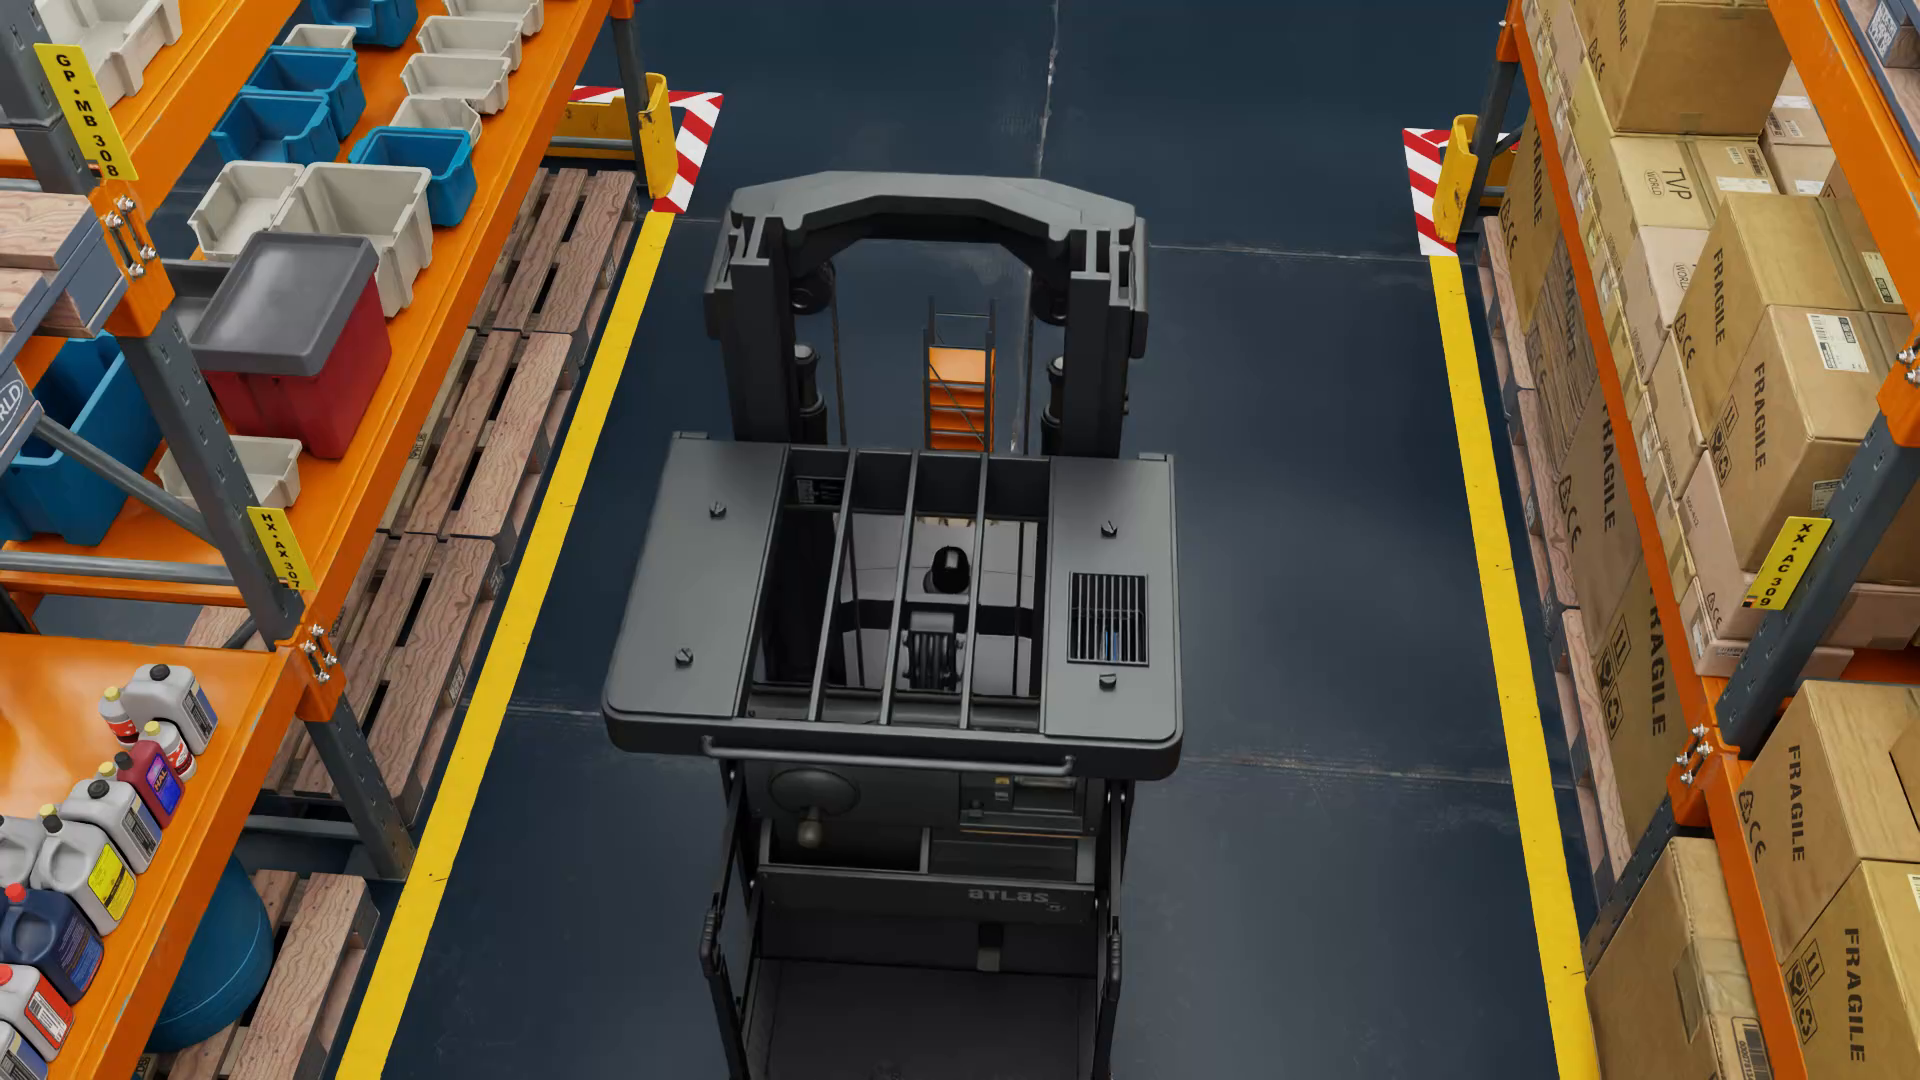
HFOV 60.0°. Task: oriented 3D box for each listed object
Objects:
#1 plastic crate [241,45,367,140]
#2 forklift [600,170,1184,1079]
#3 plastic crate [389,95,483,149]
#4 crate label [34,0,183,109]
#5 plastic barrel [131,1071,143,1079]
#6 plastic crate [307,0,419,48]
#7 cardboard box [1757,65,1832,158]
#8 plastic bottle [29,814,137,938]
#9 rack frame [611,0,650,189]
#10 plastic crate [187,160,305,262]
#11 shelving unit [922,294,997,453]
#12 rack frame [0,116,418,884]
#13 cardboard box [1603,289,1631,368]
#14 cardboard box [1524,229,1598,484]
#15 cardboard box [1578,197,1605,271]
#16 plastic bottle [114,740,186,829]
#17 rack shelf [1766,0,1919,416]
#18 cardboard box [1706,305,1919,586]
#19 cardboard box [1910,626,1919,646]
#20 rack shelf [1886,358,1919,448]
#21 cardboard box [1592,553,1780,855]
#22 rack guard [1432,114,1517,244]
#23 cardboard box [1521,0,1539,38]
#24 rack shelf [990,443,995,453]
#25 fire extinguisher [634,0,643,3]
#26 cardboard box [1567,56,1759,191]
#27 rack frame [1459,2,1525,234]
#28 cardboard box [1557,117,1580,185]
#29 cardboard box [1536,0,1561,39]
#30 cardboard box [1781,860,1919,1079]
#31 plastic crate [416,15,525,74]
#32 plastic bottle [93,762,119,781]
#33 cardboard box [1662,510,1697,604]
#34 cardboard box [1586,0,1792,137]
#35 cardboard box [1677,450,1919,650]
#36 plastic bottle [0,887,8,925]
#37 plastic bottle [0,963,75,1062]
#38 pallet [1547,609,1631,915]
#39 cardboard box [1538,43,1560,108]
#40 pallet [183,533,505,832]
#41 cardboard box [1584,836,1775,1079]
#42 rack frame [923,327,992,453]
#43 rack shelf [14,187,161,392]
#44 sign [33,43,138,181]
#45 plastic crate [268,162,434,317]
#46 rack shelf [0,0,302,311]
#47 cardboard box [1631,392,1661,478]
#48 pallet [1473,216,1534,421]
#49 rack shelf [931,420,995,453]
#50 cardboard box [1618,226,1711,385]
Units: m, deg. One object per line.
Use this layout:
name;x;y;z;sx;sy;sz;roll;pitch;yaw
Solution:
plastic crate;-2.489;-1.695;6.340;0.416;0.233;0.300;4;48;4
forklift;-0.102;0.708;4.116;1.130;2.935;3.031;3;48;3
plastic crate;-1.963;-1.541;6.265;0.298;0.136;0.250;4;48;4
crate label;-2.050;-1.182;3.944;0.293;0.136;0.466;4;48;4
plastic barrel;-2.514;1.567;4.422;0.600;0.901;0.708;4;48;4
plastic crate;-2.429;-2.179;6.783;0.416;0.233;0.300;4;48;4
cardboard box;3.041;-1.454;5.947;0.500;0.250;0.500;2;48;2
plastic bottle;-2.141;0.795;4.023;0.144;0.351;0.185;4;48;4
rack frame;-2.018;-2.858;7.331;1.000;3.000;0.127;4;48;4
plastic crate;-2.523;-1.150;5.907;0.293;0.136;0.466;4;48;4
shelving unit;-0.001;-0.394;6.298;0.258;1.200;0.189;4;48;4
rack frame;-2.383;0.081;4.643;1.000;3.000;0.127;4;48;4
cardboard box;2.368;-0.691;5.520;0.380;0.149;0.250;3;48;3
cardboard box;2.852;-0.805;6.609;0.875;0.875;0.875;4;48;4
cardboard box;2.414;-1.071;5.867;0.380;0.149;0.250;3;48;3
plastic bottle;-2.072;0.605;4.243;0.061;0.283;0.133;4;48;4
rack shelf;2.732;-1.825;4.841;1.077;0.370;4.000;4;48;4
cardboard box;2.325;-0.244;4.333;0.500;0.500;0.500;5;48;5
cardboard box;2.853;0.037;4.583;0.500;0.250;0.500;3;48;3
rack shelf;2.367;1.114;2.153;1.077;0.370;4.000;4;48;4
cardboard box;2.689;0.510;5.406;0.875;0.875;0.875;4;48;4
rack guard;2.916;-1.699;7.965;1.175;0.500;0.348;4;48;4
cardboard box;2.553;-2.202;6.901;0.380;0.149;0.250;4;48;4
rack shelf;-0.001;-0.283;6.419;0.258;0.103;0.180;4;48;4
fire extinguisher;-1.552;-2.786;7.571;0.296;0.674;0.183;4;48;4
cardboard box;2.511;-1.489;5.979;0.500;0.250;0.500;2;48;2
rack frame;2.914;-2.525;7.027;1.000;3.000;0.127;4;48;4
cardboard box;2.461;-1.446;6.210;0.380;0.149;0.250;3;48;3
cardboard box;2.601;-2.240;6.666;0.500;0.250;0.500;3;48;2
cardboard box;2.214;1.071;3.670;0.500;0.500;0.500;4;48;4
plastic crate;-1.953;-1.966;6.653;0.396;0.136;0.243;4;48;4
plastic bottle;-2.153;0.641;4.266;0.097;0.201;0.097;0;48;0
cardboard box;2.274;0.063;4.829;0.380;0.149;0.250;5;48;4
cardboard box;2.515;-1.745;5.705;0.500;0.500;0.500;3;48;2
cardboard box;2.328;0.022;4.597;0.500;0.250;0.500;3;48;3
plastic bottle;-2.301;0.921;3.908;0.144;0.351;0.185;4;48;4
plastic bottle;-2.176;1.074;3.819;0.152;0.276;0.135;4;48;4
pallet;2.697;0.802;5.873;1.003;0.211;1.213;4;48;4
cardboard box;2.508;-1.825;6.556;0.380;0.149;0.250;3;48;3
pallet;-2.354;0.479;6.168;1.003;0.211;1.213;4;48;4
cardboard box;2.511;1.461;4.536;1.225;0.875;0.875;4;48;4
rack frame;-0.010;-0.327;6.236;0.240;1.200;0.006;4;48;4
rack shelf;-2.565;0.781;2.457;1.077;0.370;4.000;4;48;4
sign;-1.835;-0.896;3.498;0.100;0.325;0.005;4;48;4
plastic crate;-2.060;-1.009;5.679;0.437;0.282;0.530;4;48;4
rack shelf;-2.201;-2.158;5.146;1.077;0.370;4.000;4;48;4
cardboard box;2.321;-0.314;5.174;0.380;0.149;0.250;5;48;4
pallet;2.919;-0.991;7.513;1.003;0.211;1.213;4;48;4
rack shelf;-0.001;-0.364;6.330;0.258;0.103;0.180;4;48;4
cardboard box;2.419;-0.733;5.288;0.500;0.250;0.500;5;48;4
